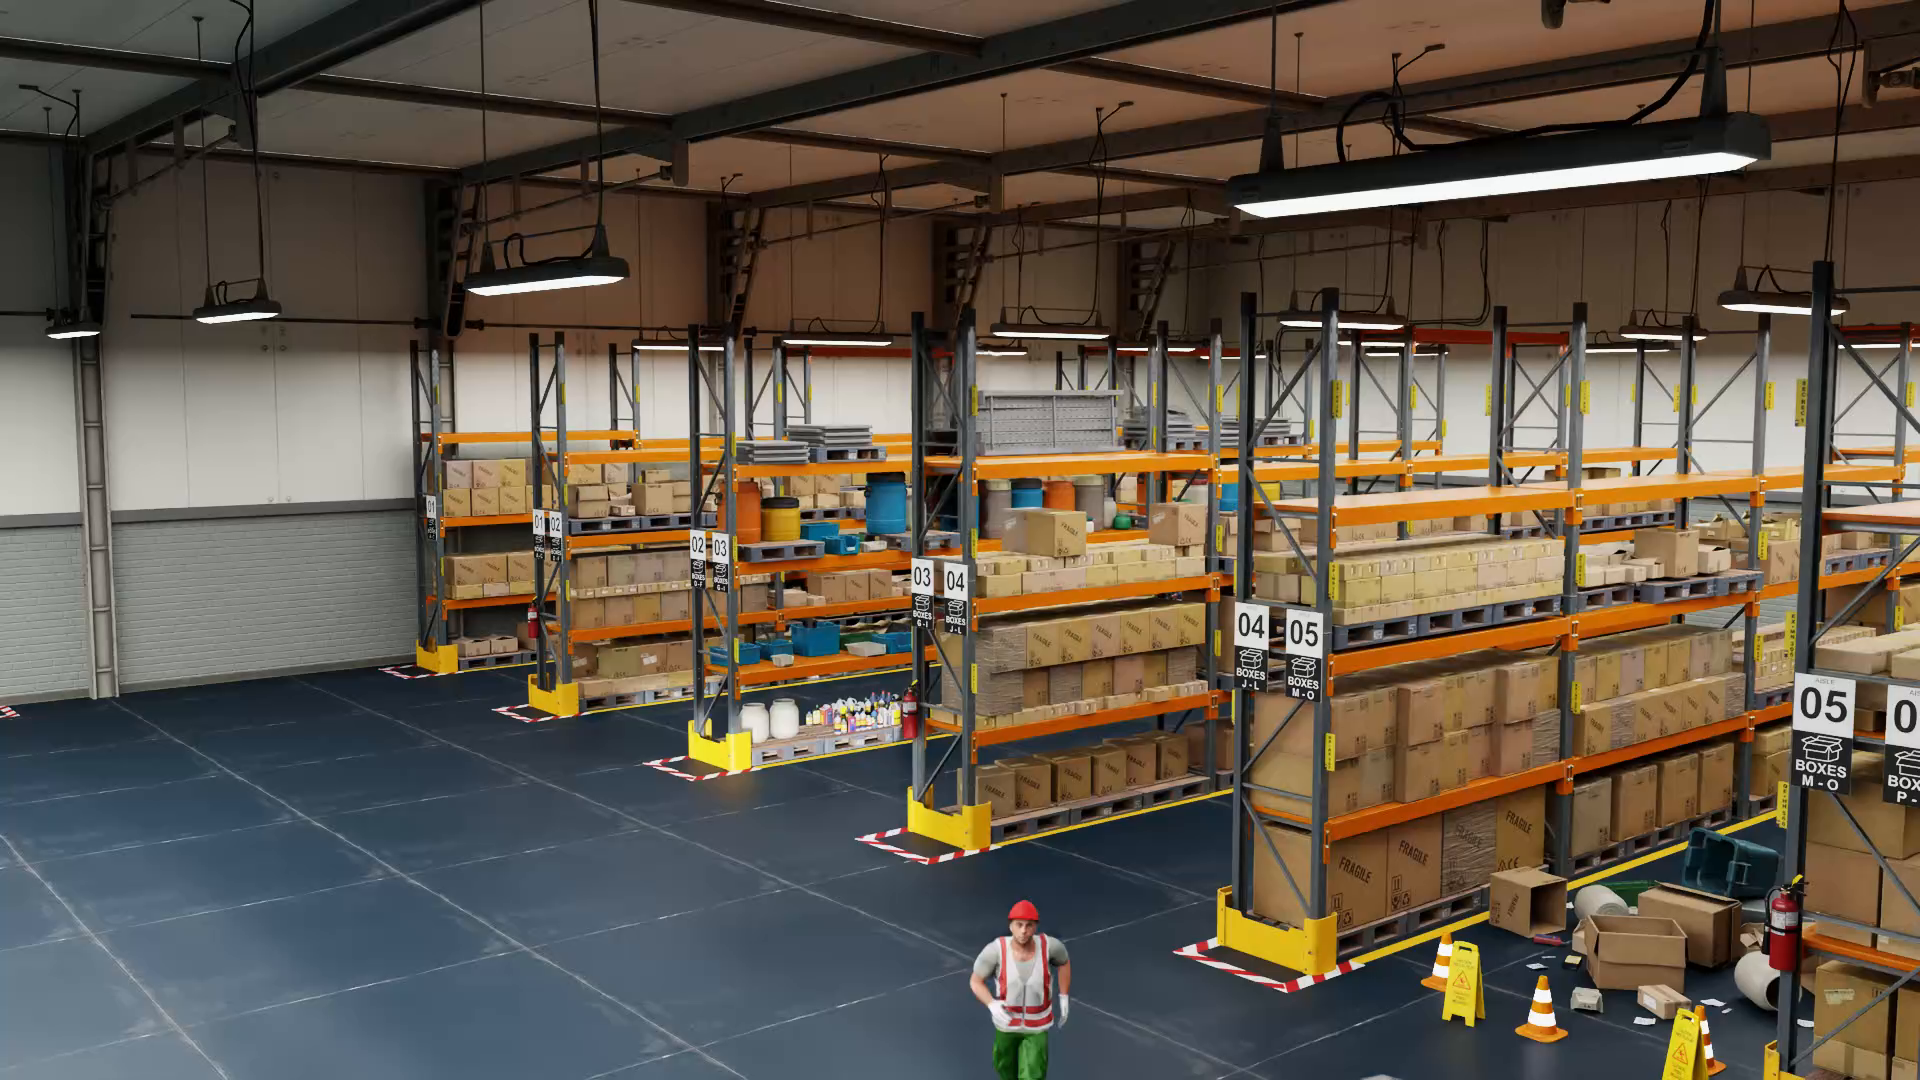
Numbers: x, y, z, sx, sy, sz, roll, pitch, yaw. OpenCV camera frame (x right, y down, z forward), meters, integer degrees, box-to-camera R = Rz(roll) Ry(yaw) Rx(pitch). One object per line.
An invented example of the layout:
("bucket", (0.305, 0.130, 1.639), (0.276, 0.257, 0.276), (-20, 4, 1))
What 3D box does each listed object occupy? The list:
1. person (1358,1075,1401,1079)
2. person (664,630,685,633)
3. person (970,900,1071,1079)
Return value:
("person", (2.200, 3.537, 8.765), (0.612, 1.695, 0.992), (1, 5, 15))
("person", (-5.156, 1.483, 30.307), (0.681, 1.779, 0.821), (5, 7, 42))
("person", (0.408, 3.249, 11.128), (0.685, 1.775, 1.031), (0, 5, 1))
